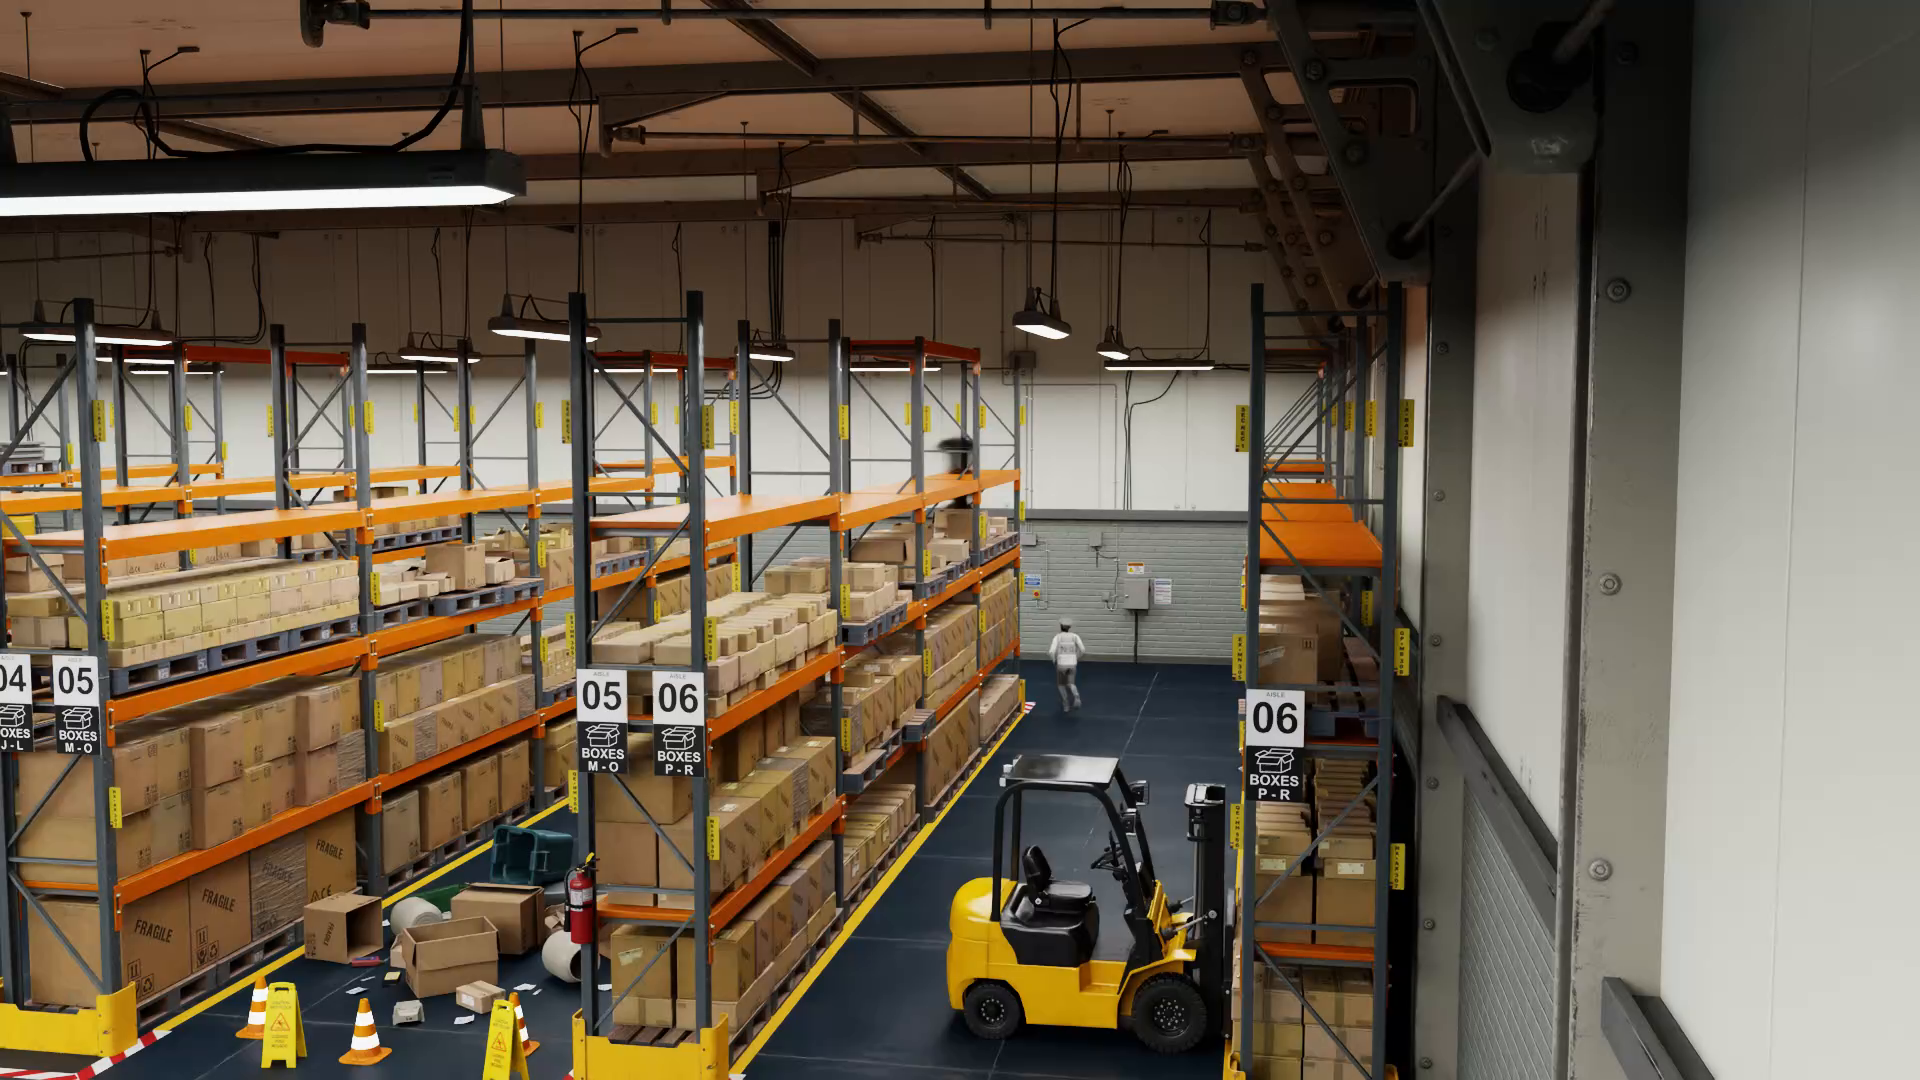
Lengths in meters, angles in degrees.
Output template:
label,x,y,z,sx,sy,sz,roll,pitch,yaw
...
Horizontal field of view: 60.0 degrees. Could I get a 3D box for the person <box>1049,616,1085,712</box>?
label,x,y,z,sx,sy,sz,roll,pitch,yaw
person,1.792,2.112,27.912,0.634,1.651,0.697,-1,5,-16
